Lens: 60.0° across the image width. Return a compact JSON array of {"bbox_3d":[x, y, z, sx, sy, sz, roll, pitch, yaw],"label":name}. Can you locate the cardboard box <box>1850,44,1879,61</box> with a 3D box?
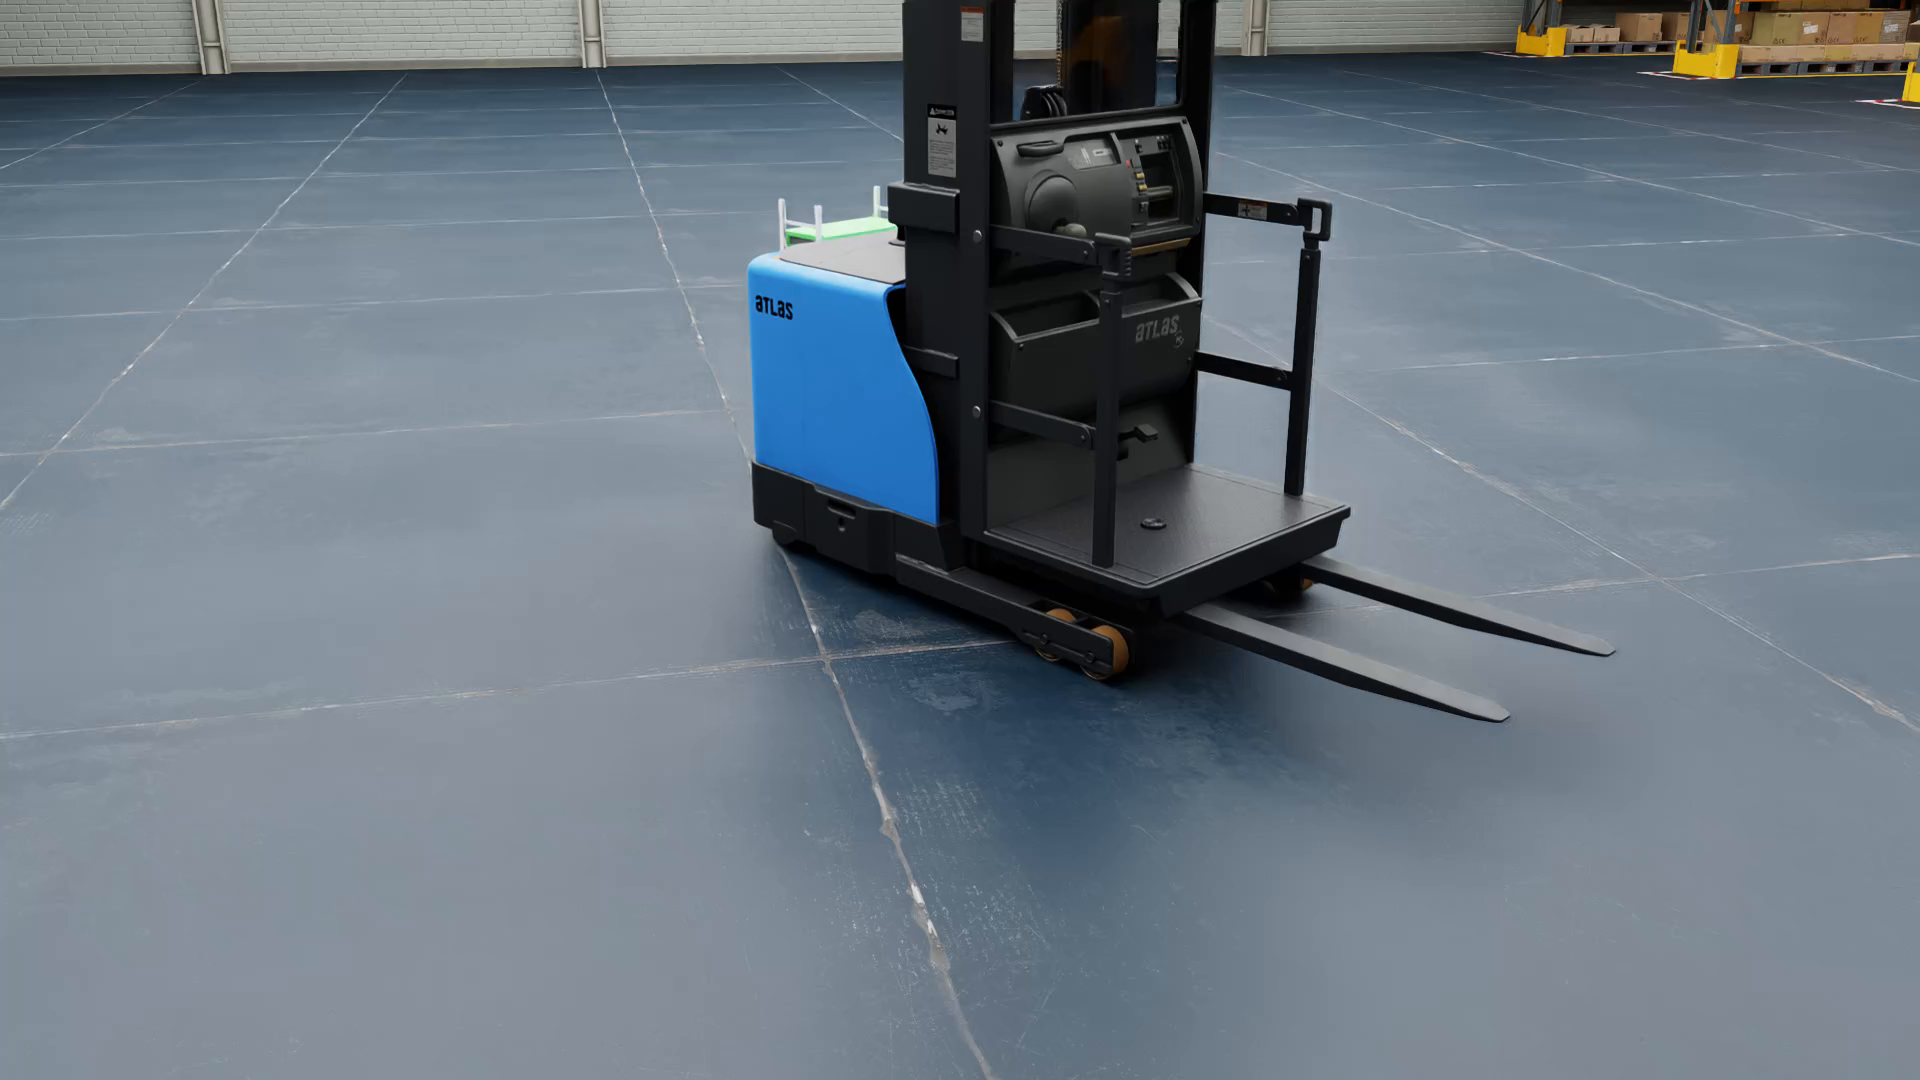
[{"bbox_3d":[14.476,-7.915,26.947,0.500,0.250,0.500,-5,21,-12],"label":"cardboard box"}]

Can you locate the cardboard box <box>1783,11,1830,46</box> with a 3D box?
[{"bbox_3d":[13.500,-8.193,26.616,0.500,0.500,0.500,-5,21,-12],"label":"cardboard box"}]

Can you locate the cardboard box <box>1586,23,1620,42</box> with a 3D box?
[{"bbox_3d":[12.062,-9.554,31.305,0.500,0.311,0.500,-3,20,-8],"label":"cardboard box"}]

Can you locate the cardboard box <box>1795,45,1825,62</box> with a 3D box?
[{"bbox_3d":[13.502,-7.837,26.734,0.500,0.250,0.500,-5,21,-12],"label":"cardboard box"}]

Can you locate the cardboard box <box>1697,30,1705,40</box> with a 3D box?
[{"bbox_3d":[14.192,-9.681,31.861,0.250,0.166,0.380,-7,21,-20],"label":"cardboard box"}]

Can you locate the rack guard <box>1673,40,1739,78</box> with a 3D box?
[{"bbox_3d":[11.934,-7.707,26.627,0.348,0.500,1.175,-5,21,-12],"label":"rack guard"}]

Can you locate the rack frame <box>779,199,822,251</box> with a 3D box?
[{"bbox_3d":[-0.611,-0.723,6.543,0.015,1.200,0.240,-18,27,-41],"label":"rack frame"}]

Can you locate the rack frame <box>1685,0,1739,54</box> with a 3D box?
[{"bbox_3d":[11.957,-8.883,26.202,0.127,3.000,1.000,-5,21,-12],"label":"rack frame"}]

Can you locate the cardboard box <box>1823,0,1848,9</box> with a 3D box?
[{"bbox_3d":[16.841,-10.418,32.297,0.500,0.250,0.500,-5,21,-13],"label":"cardboard box"}]

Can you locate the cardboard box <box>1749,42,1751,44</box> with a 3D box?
[{"bbox_3d":[12.895,-7.974,27.108,0.500,0.250,0.500,-5,21,-12],"label":"cardboard box"}]

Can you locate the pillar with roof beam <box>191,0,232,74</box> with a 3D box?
[{"bbox_3d":[-11.070,-10.362,21.518,0.400,9.000,9.100,-5,21,-12],"label":"pillar with roof beam"}]

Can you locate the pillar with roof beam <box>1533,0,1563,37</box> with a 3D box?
[{"bbox_3d":[12.286,-12.261,26.704,0.400,9.000,9.100,-5,21,-12],"label":"pillar with roof beam"}]

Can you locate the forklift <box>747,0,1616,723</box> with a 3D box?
[{"bbox_3d":[0.603,-1.144,5.175,1.130,2.935,3.031,-18,27,-41],"label":"forklift"}]

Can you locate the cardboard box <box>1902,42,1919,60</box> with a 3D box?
[{"bbox_3d":[15.449,-7.995,27.167,0.500,0.250,0.500,-5,21,-12],"label":"cardboard box"}]

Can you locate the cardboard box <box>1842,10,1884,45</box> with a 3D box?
[{"bbox_3d":[14.474,-8.271,26.829,0.500,0.500,0.500,-5,21,-12],"label":"cardboard box"}]

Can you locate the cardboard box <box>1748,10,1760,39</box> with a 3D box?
[{"bbox_3d":[15.418,-9.954,32.121,0.500,0.500,0.700,-4,20,-11],"label":"cardboard box"}]

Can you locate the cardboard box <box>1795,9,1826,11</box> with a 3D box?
[{"bbox_3d":[13.867,-8.406,27.198,0.500,0.500,0.500,-5,21,-12],"label":"cardboard box"}]

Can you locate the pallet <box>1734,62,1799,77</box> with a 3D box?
[{"bbox_3d":[12.691,-7.648,26.885,1.213,0.211,1.003,-5,21,-12],"label":"pallet"}]

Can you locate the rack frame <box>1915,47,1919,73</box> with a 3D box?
[{"bbox_3d":[13.093,-7.224,21.675,0.127,3.000,1.000,-5,21,-12],"label":"rack frame"}]

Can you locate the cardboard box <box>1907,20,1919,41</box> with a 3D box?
[{"bbox_3d":[16.178,-8.497,27.720,0.500,0.311,0.500,-5,21,-12],"label":"cardboard box"}]

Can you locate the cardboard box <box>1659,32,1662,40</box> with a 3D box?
[{"bbox_3d":[13.145,-9.605,31.680,0.250,0.149,0.380,-6,21,-17],"label":"cardboard box"}]

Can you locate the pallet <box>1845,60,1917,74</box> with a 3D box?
[{"bbox_3d":[15.066,-7.841,27.412,1.213,0.211,1.003,-5,21,-12],"label":"pallet"}]

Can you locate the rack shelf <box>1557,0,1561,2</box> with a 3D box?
[{"bbox_3d":[12.760,-10.361,31.284,4.000,0.370,1.077,-5,21,-12],"label":"rack shelf"}]

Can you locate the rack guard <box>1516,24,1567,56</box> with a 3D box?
[{"bbox_3d":[10.887,-9.373,31.174,0.348,0.500,1.175,-5,21,-12],"label":"rack guard"}]

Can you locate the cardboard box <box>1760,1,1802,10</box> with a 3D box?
[{"bbox_3d":[15.846,-10.342,32.090,0.500,0.250,0.500,-5,21,-14],"label":"cardboard box"}]

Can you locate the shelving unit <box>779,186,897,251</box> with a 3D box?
[{"bbox_3d":[-0.436,-0.781,6.703,0.503,1.200,0.258,-18,27,-41],"label":"shelving unit"}]

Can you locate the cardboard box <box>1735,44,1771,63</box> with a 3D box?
[{"bbox_3d":[12.530,-7.757,26.515,0.500,0.250,0.500,-5,21,-12],"label":"cardboard box"}]

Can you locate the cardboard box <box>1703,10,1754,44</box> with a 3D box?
[{"bbox_3d":[12.410,-8.283,26.862,0.500,0.500,0.500,-5,21,-12],"label":"cardboard box"}]

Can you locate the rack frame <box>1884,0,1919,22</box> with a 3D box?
[{"bbox_3d":[18.599,-11.174,32.456,0.127,3.000,1.000,-5,21,-12],"label":"rack frame"}]

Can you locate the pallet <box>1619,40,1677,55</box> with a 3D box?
[{"bbox_3d":[12.871,-9.385,31.627,1.213,0.211,1.003,-5,21,-12],"label":"pallet"}]

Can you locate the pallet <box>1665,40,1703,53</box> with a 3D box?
[{"bbox_3d":[14.061,-9.483,31.894,1.213,0.211,1.003,-5,21,-12],"label":"pallet"}]
